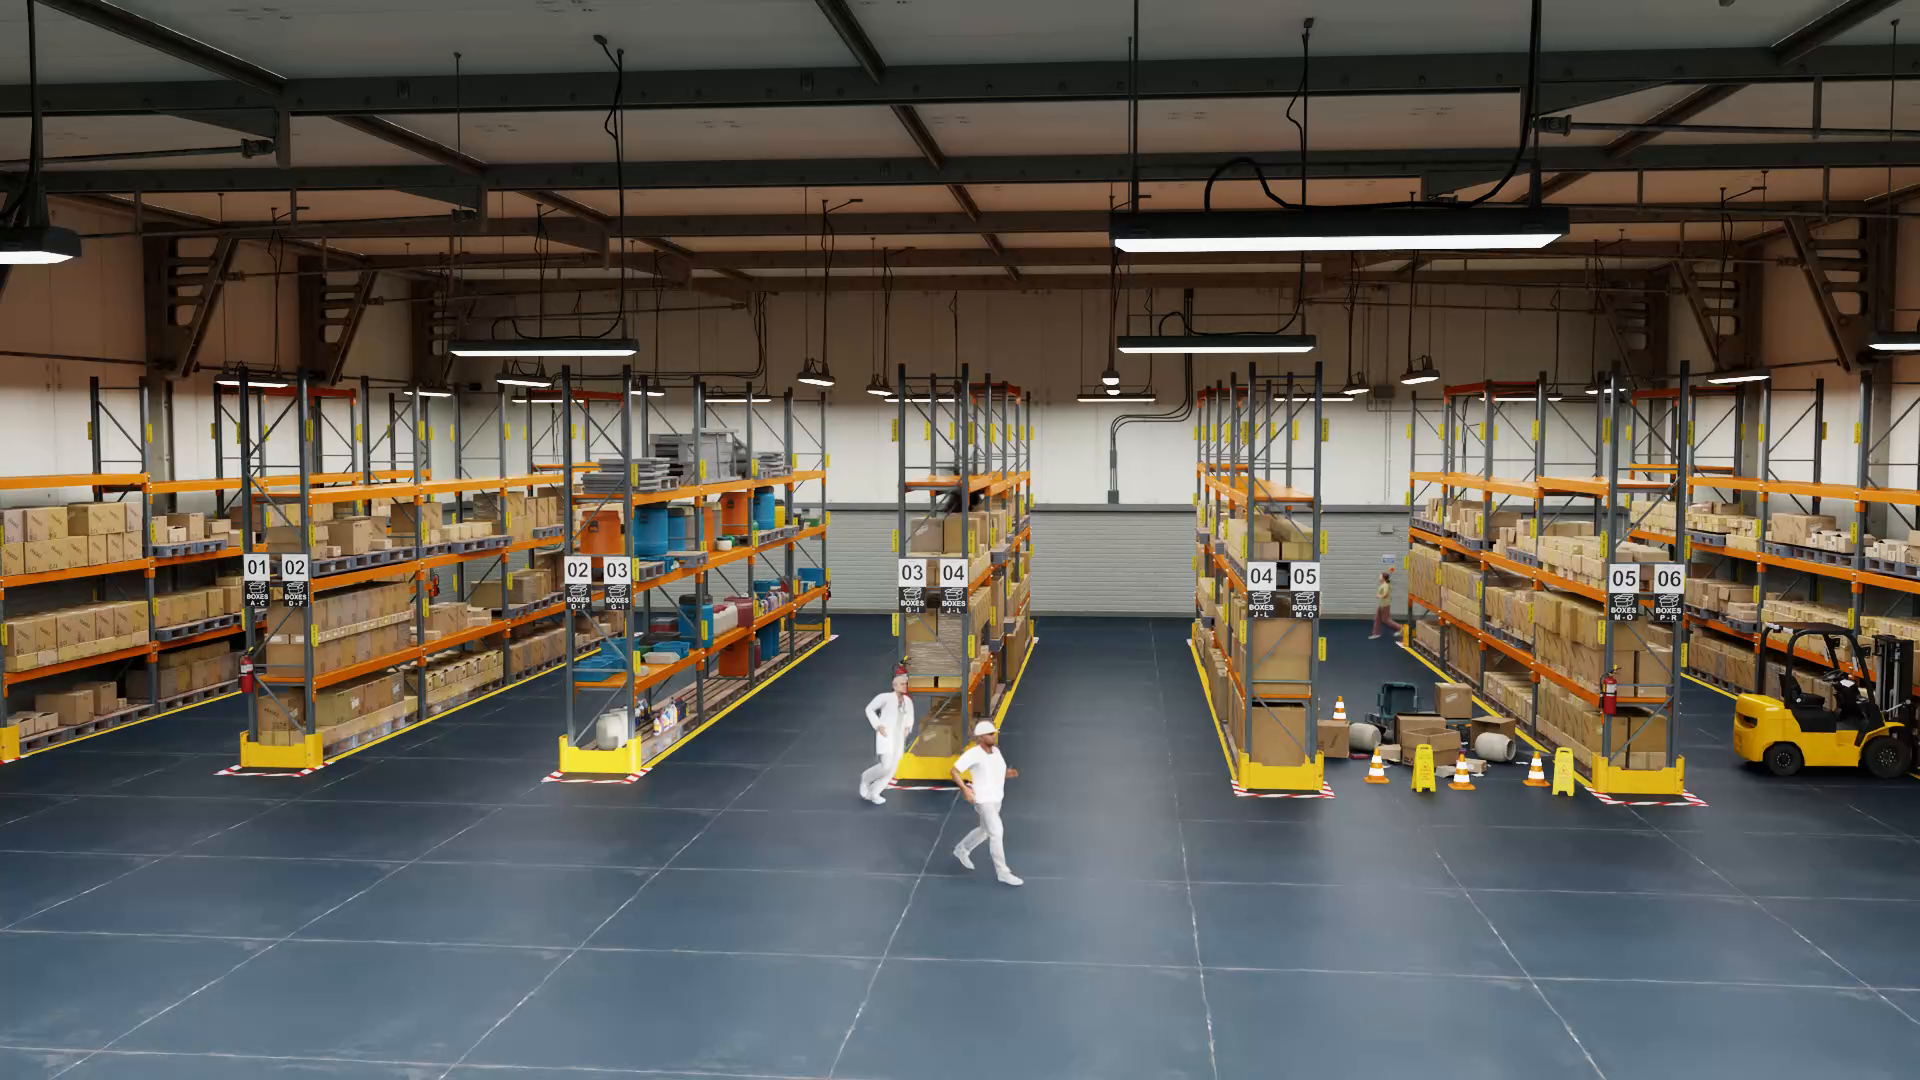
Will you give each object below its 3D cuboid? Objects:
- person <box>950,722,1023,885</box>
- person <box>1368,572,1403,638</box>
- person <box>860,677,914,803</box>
[{"bbox_3d":[0.303,2.899,18.558,0.987,1.755,0.699,2,4,32],"label":"person"},{"bbox_3d":[10.353,1.610,40.373,0.875,1.673,0.605,1,4,14],"label":"person"},{"bbox_3d":[-0.942,2.702,22.634,0.752,1.686,0.627,-3,5,-38],"label":"person"}]
